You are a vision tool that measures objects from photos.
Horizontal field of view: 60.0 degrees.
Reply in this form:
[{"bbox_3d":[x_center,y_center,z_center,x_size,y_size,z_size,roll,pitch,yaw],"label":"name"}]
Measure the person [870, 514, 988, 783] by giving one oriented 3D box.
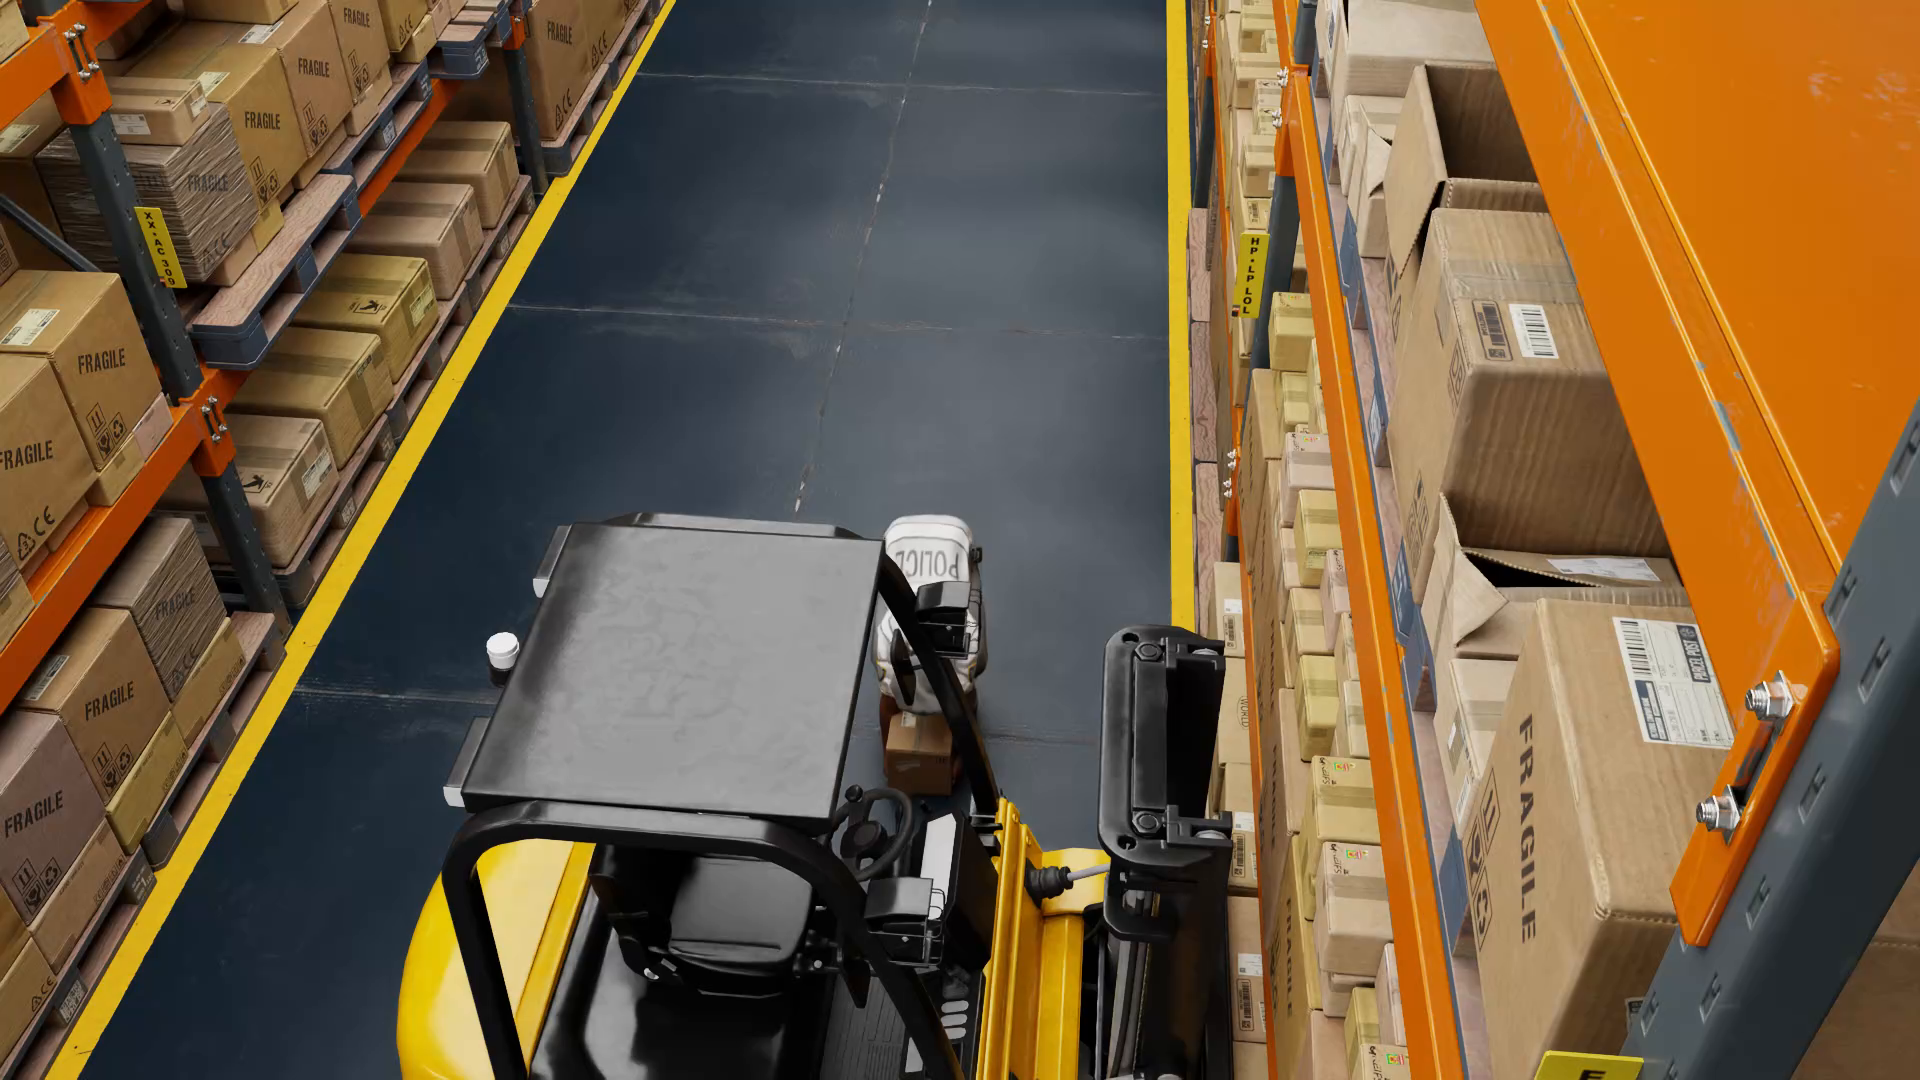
[{"bbox_3d":[-0.121,0.429,6.586,0.464,0.852,0.913,2,40,2],"label":"person"}]
